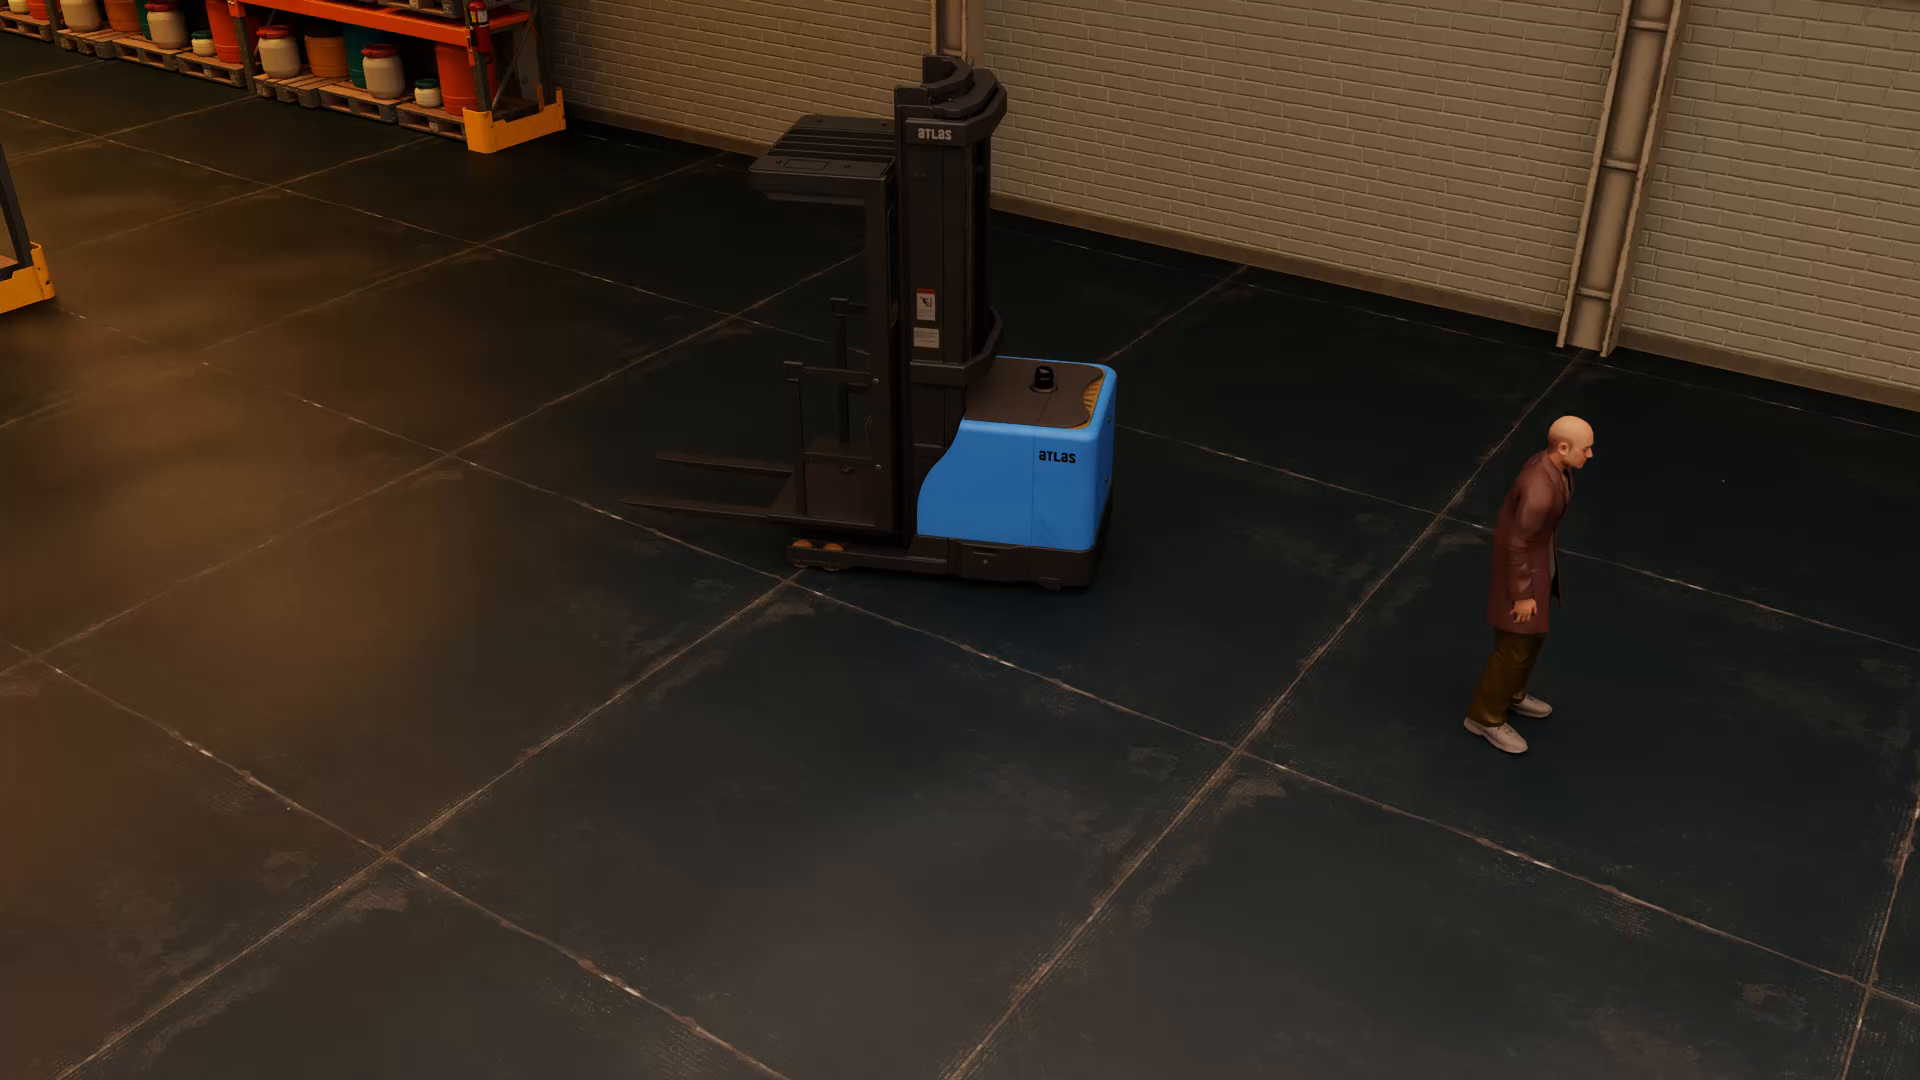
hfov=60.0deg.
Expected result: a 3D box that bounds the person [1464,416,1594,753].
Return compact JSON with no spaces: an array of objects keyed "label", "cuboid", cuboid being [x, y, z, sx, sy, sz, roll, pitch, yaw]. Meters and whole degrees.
[{"label":"person","cuboid":[2.897,0.179,8.425,0.433,1.773,0.652,17,34,27]}]

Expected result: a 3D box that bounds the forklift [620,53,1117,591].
[{"label":"forklift","cuboid":[-0.596,-1.330,9.871,3.031,2.935,1.130,6,31,10]}]
